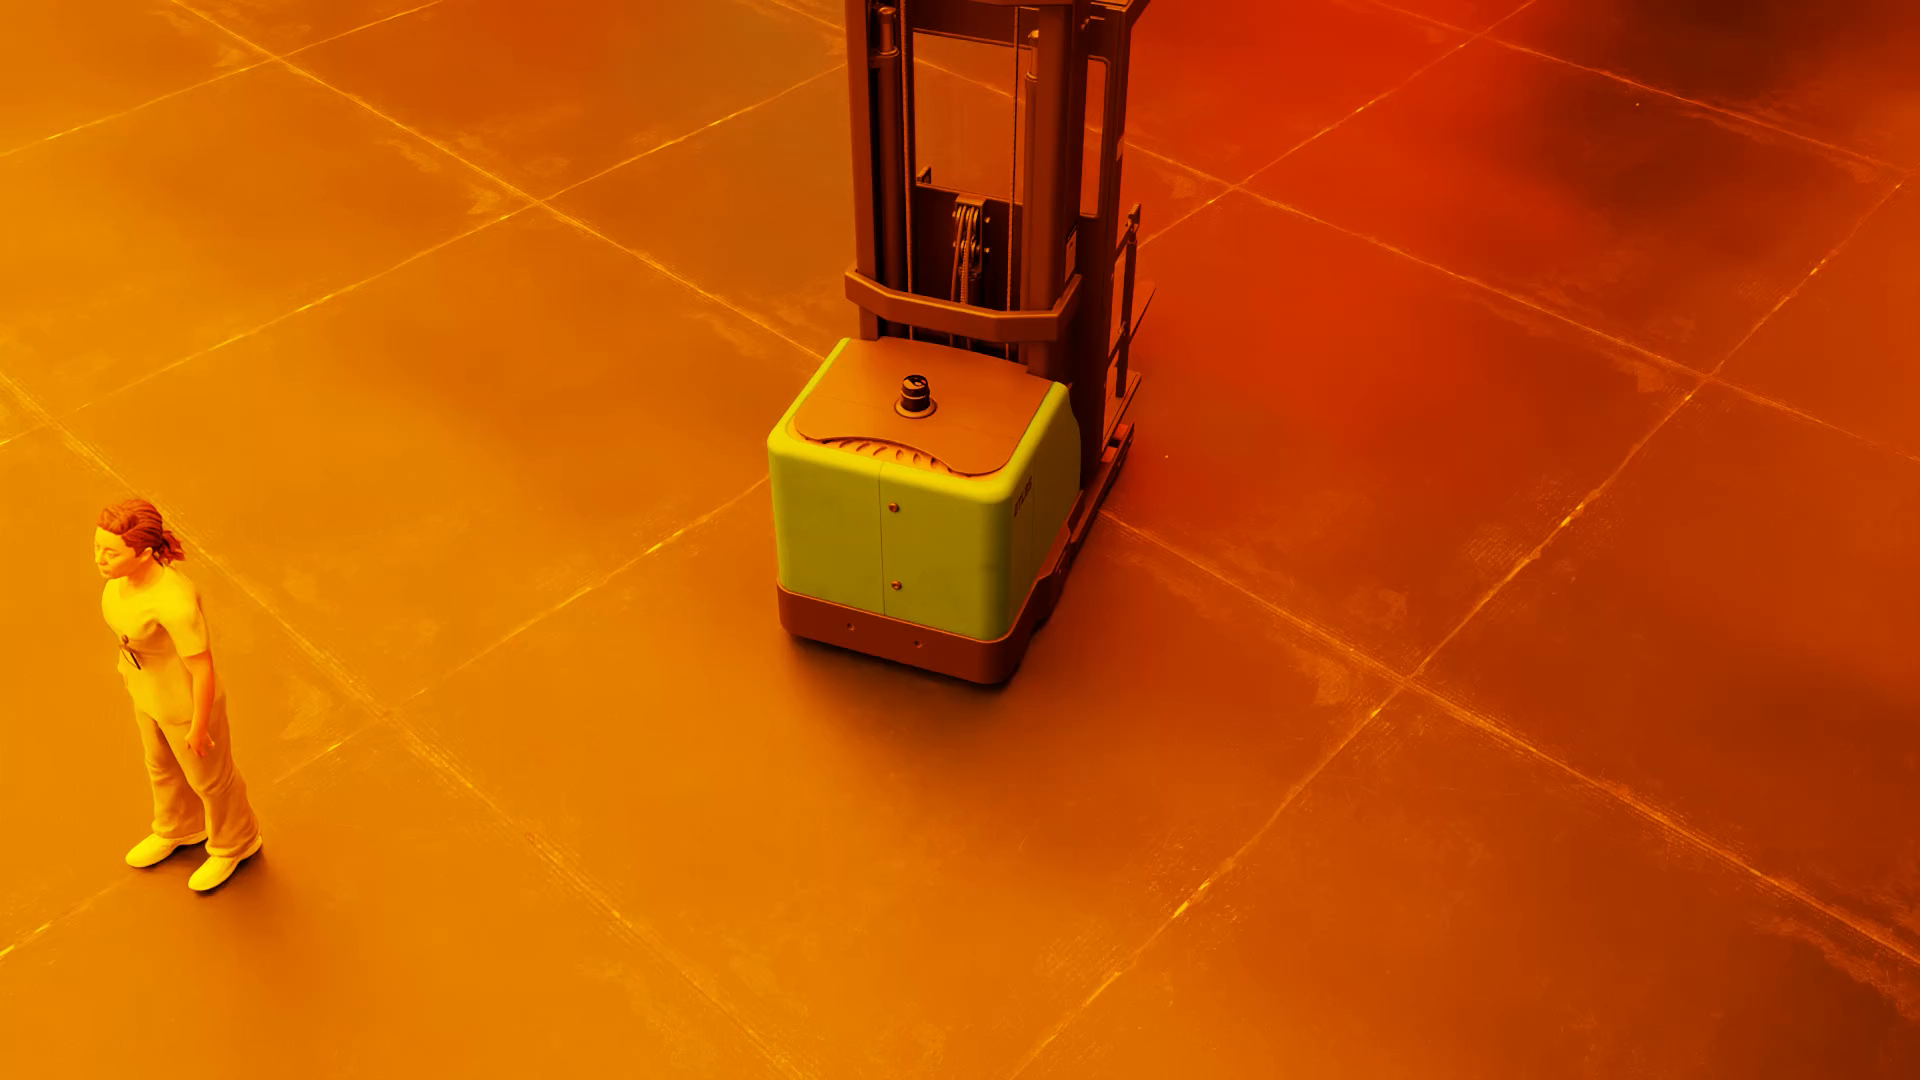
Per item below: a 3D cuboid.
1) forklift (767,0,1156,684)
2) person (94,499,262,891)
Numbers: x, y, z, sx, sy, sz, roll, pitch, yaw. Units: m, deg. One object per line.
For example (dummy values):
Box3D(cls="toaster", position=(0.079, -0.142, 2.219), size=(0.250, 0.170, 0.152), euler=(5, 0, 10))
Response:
Box3D(cls="forklift", position=(0.211, -1.484, 7.158), size=(1.130, 2.935, 3.031), euler=(14, 42, 15))
Box3D(cls="person", position=(-2.759, 0.567, 5.723), size=(0.543, 1.676, 0.545), euler=(31, 49, 31))
